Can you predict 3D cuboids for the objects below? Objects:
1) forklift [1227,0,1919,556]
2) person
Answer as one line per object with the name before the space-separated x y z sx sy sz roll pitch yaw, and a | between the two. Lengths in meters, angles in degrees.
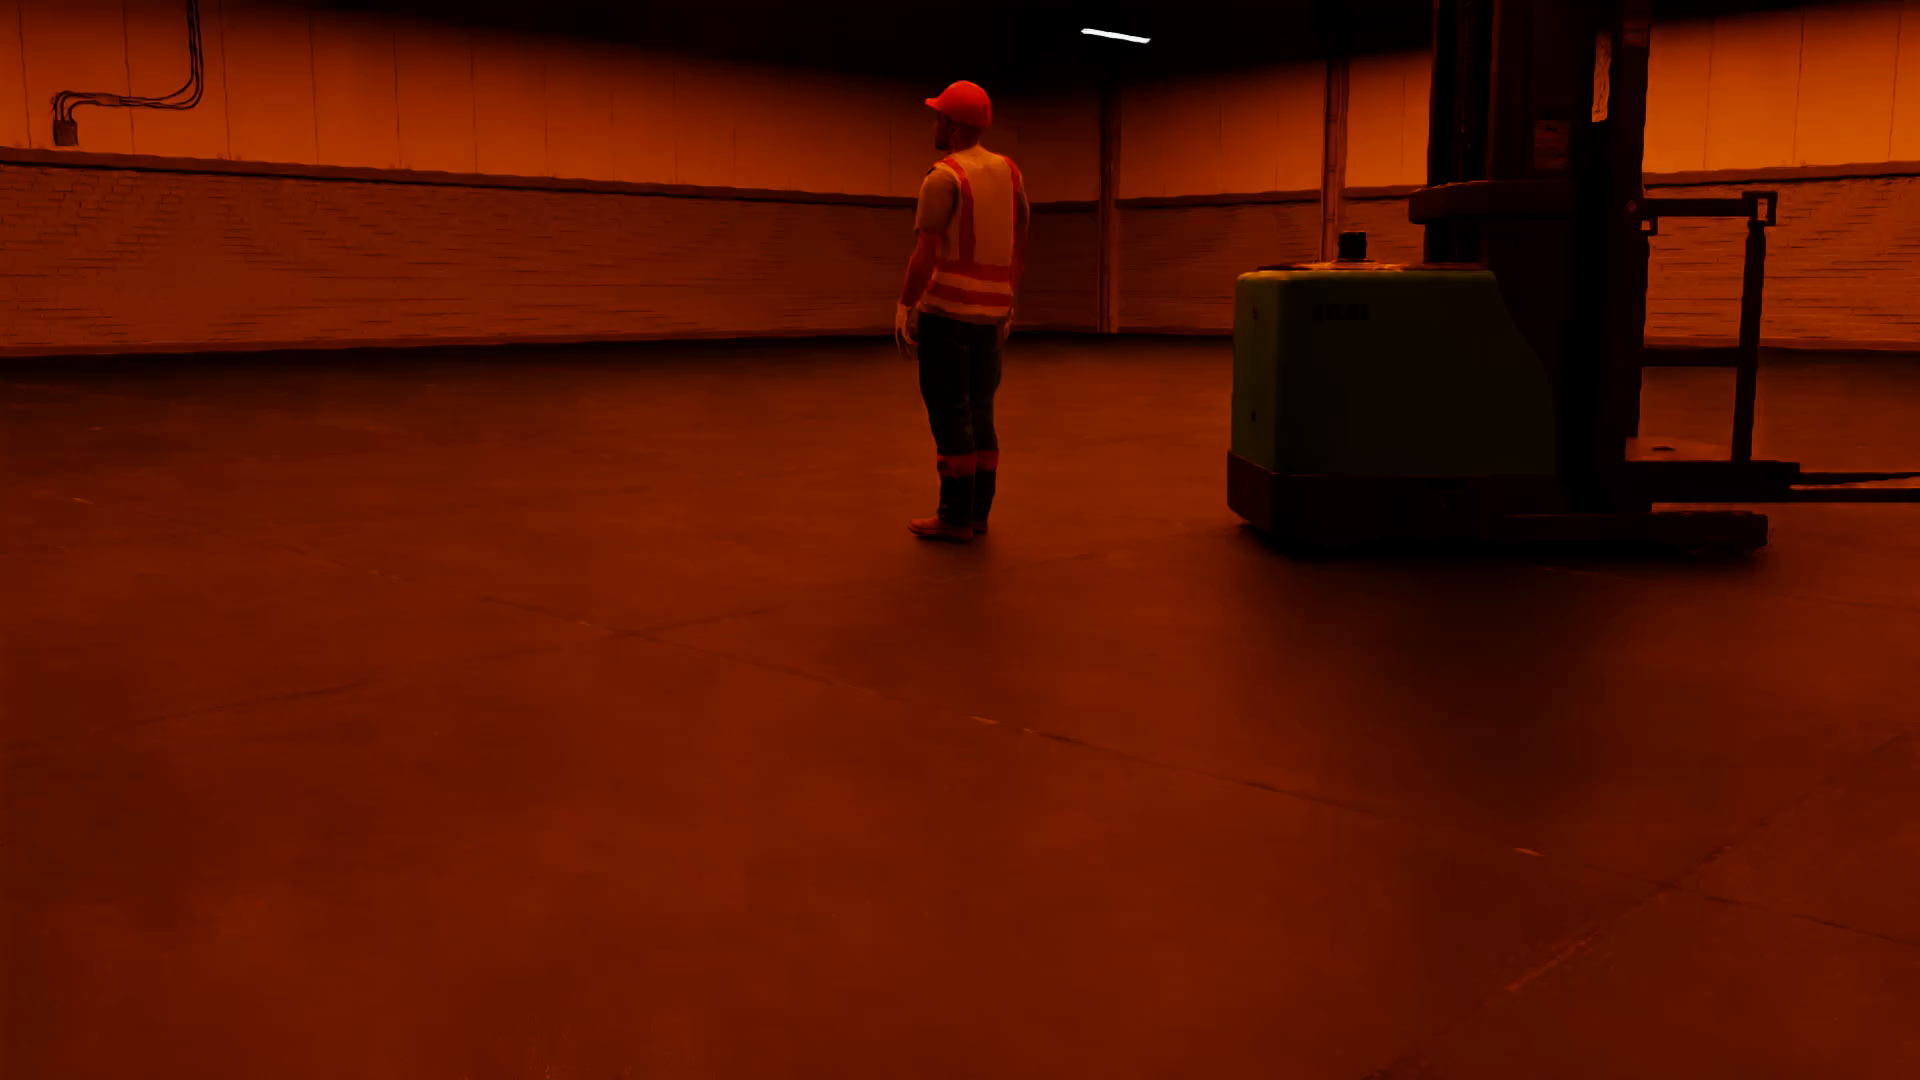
forklift | 2.683 -1.468 6.623 3.031 2.935 1.130 0 9 -2
person | -0.050 -0.901 6.646 0.563 1.787 0.637 8 12 43
